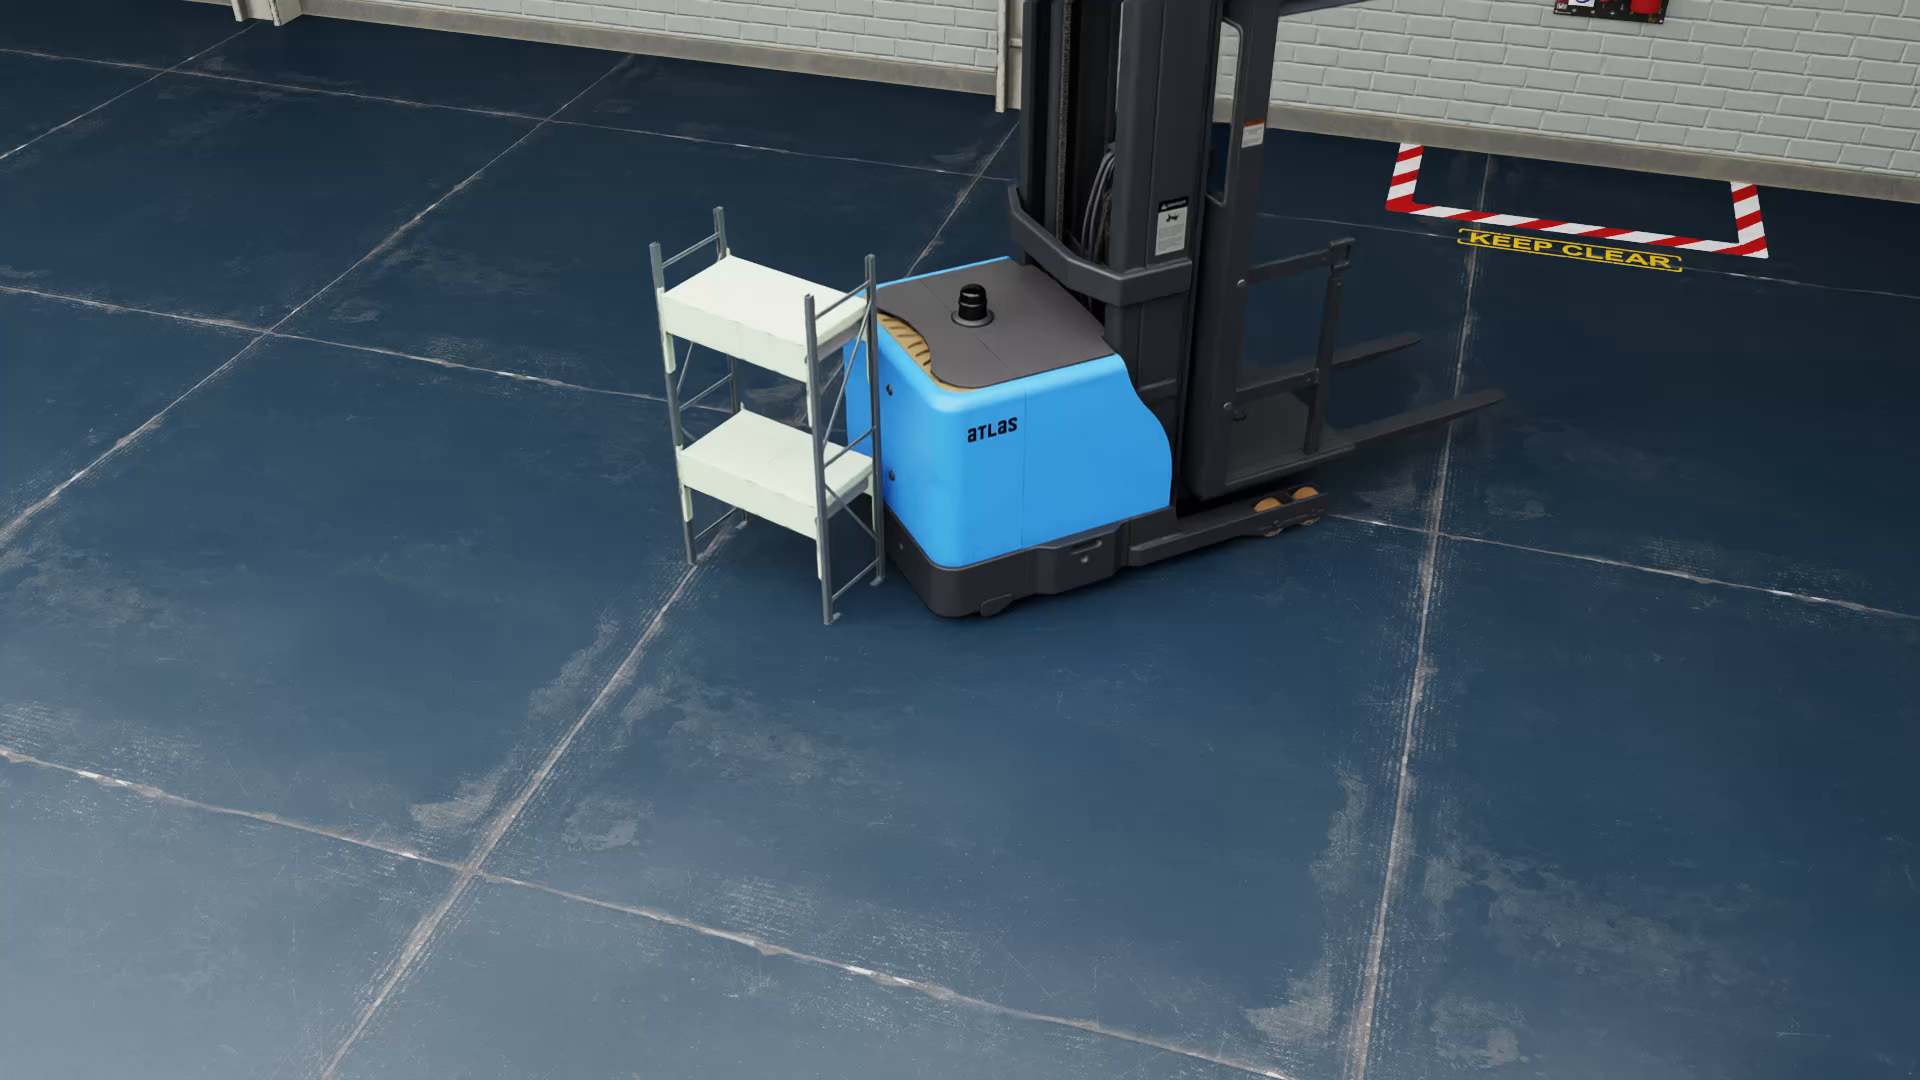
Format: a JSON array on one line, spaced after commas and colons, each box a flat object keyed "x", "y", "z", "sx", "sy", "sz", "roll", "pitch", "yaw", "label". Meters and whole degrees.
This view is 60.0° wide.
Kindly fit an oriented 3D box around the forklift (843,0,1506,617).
[{"x": 1.054, "y": -1.461, "z": 6.763, "sx": 3.031, "sy": 2.935, "sz": 1.130, "roll": -16, "pitch": 39, "yaw": -21, "label": "forklift"}]

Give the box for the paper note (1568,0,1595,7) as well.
[{"x": 3.704, "y": -3.249, "z": 9.877, "sx": 0.142, "sy": 0.148, "sz": 0.016, "roll": 10, "pitch": 38, "yaw": 14, "label": "paper note"}]

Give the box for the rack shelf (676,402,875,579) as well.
[{"x": -0.738, "y": -0.212, "z": 6.822, "sx": 0.720, "sy": 0.370, "sz": 0.431, "roll": 22, "pitch": 42, "yaw": 27, "label": "rack shelf"}]

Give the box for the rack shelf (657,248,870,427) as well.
[{"x": -0.738, "y": -0.789, "z": 6.398, "sx": 0.720, "sy": 0.370, "sz": 0.431, "roll": 22, "pitch": 42, "yaw": 27, "label": "rack shelf"}]

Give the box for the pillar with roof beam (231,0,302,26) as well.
[{"x": -6.538, "y": -5.176, "z": 6.692, "sx": 0.400, "sy": 9.000, "sz": 9.100, "roll": 10, "pitch": 38, "yaw": 14, "label": "pillar with roof beam"}]

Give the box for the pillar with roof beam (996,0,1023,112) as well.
[{"x": -0.811, "y": -4.116, "z": 5.251, "sx": 0.400, "sy": 9.000, "sz": 9.100, "roll": 10, "pitch": 38, "yaw": 14, "label": "pillar with roof beam"}]

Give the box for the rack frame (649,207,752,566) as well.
[{"x": -1.042, "y": -0.595, "z": 6.793, "sx": 0.023, "sy": 1.500, "sz": 0.400, "roll": 22, "pitch": 42, "yaw": 27, "label": "rack frame"}]

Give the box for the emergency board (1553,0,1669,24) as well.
[{"x": 3.852, "y": -3.533, "z": 9.520, "sx": 0.643, "sy": 1.169, "sz": 0.194, "roll": 10, "pitch": 38, "yaw": 14, "label": "emergency board"}]

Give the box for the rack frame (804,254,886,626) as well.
[{"x": -0.434, "y": -0.353, "z": 6.465, "sx": 0.023, "sy": 1.500, "sz": 0.400, "roll": 22, "pitch": 42, "yaw": 27, "label": "rack frame"}]

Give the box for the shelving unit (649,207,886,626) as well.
[{"x": -0.738, "y": -0.474, "z": 6.629, "sx": 0.755, "sy": 1.500, "sz": 0.431, "roll": 22, "pitch": 42, "yaw": 27, "label": "shelving unit"}]
